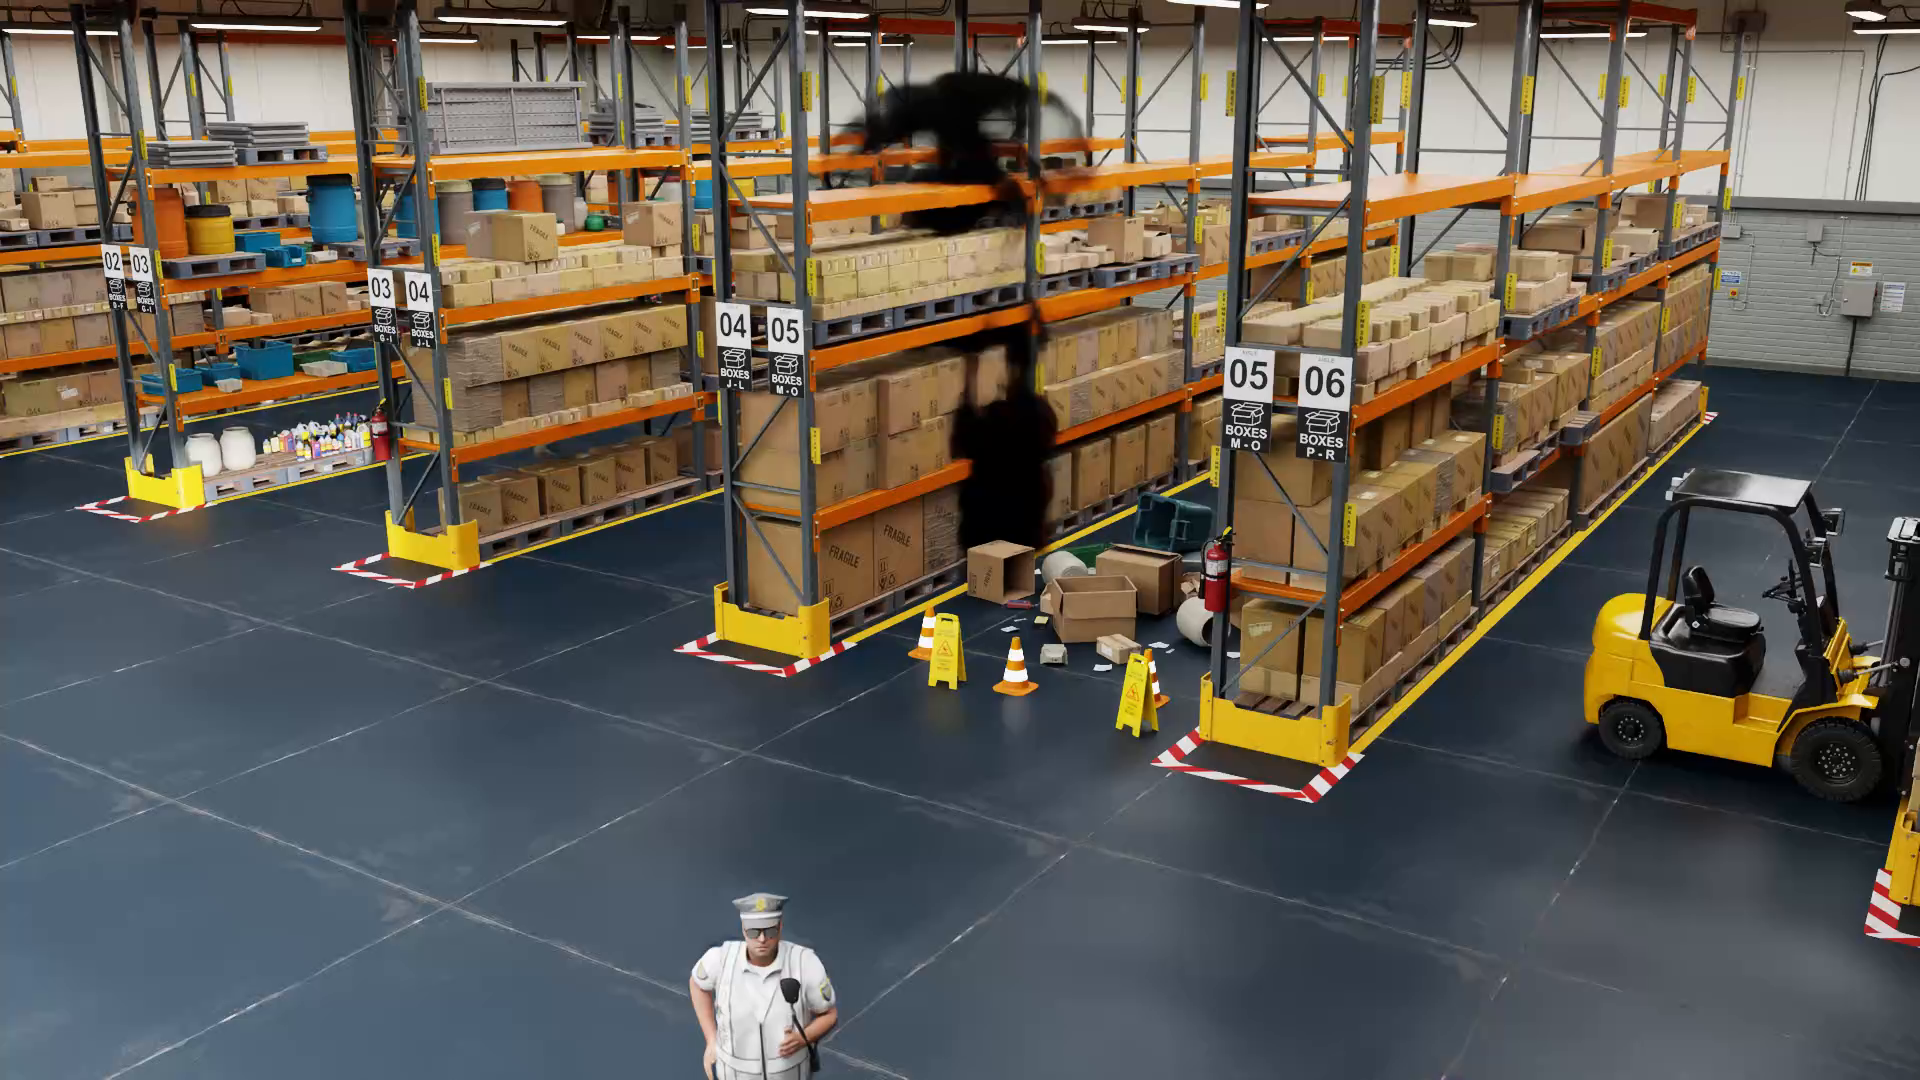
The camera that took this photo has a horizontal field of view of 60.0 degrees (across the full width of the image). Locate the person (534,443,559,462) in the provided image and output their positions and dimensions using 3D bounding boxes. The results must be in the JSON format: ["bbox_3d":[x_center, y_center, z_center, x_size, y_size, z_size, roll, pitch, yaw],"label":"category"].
[{"bbox_3d":[-5.436,-1.515,21.565,0.585,1.648,0.528,11,19,34],"label":"person"}]

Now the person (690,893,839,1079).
[{"bbox_3d":[-0.855,2.387,7.359,0.643,1.848,0.760,-2,16,-8],"label":"person"}]
